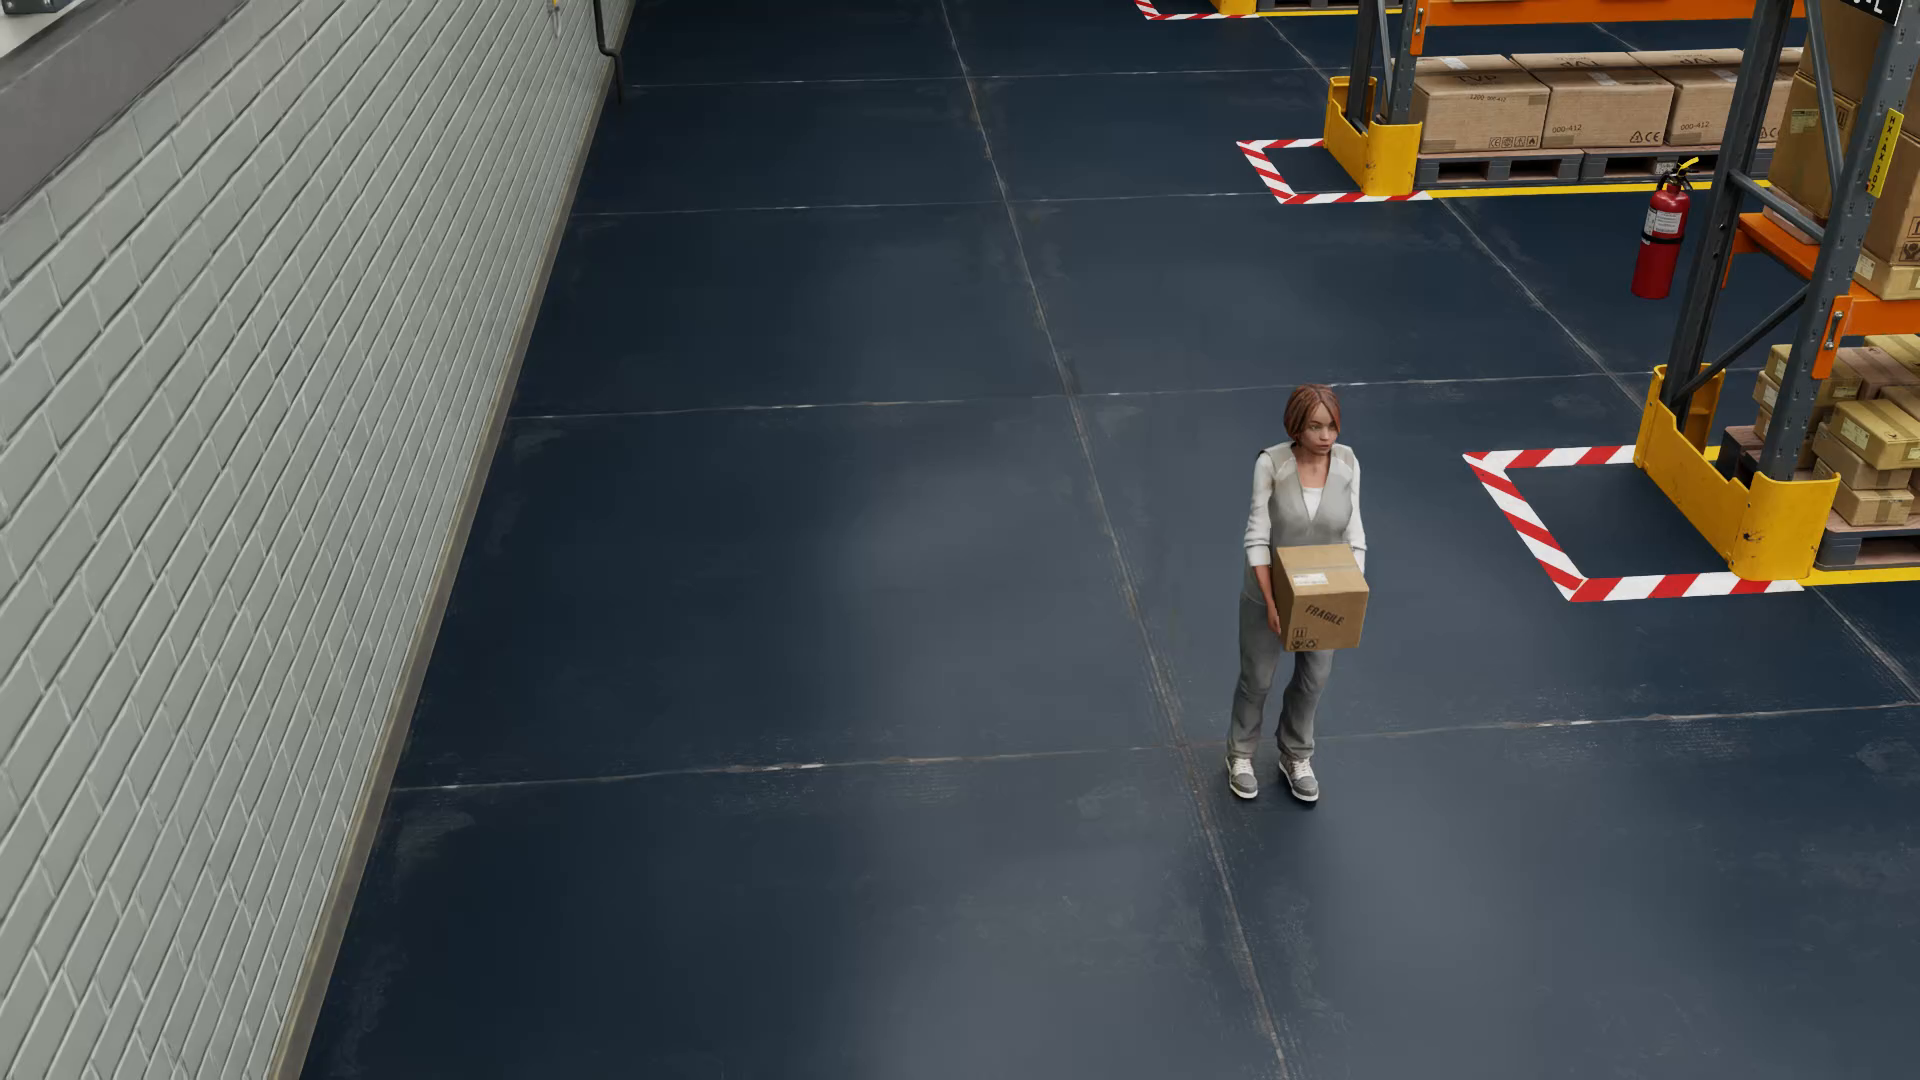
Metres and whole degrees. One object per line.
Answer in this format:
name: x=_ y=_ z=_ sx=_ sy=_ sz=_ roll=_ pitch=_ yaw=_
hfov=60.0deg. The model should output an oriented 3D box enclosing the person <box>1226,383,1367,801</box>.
person: x=1.174 y=0.234 z=5.760 sx=0.425 sy=1.596 sz=0.489 roll=-3 pitch=32 yaw=-5
